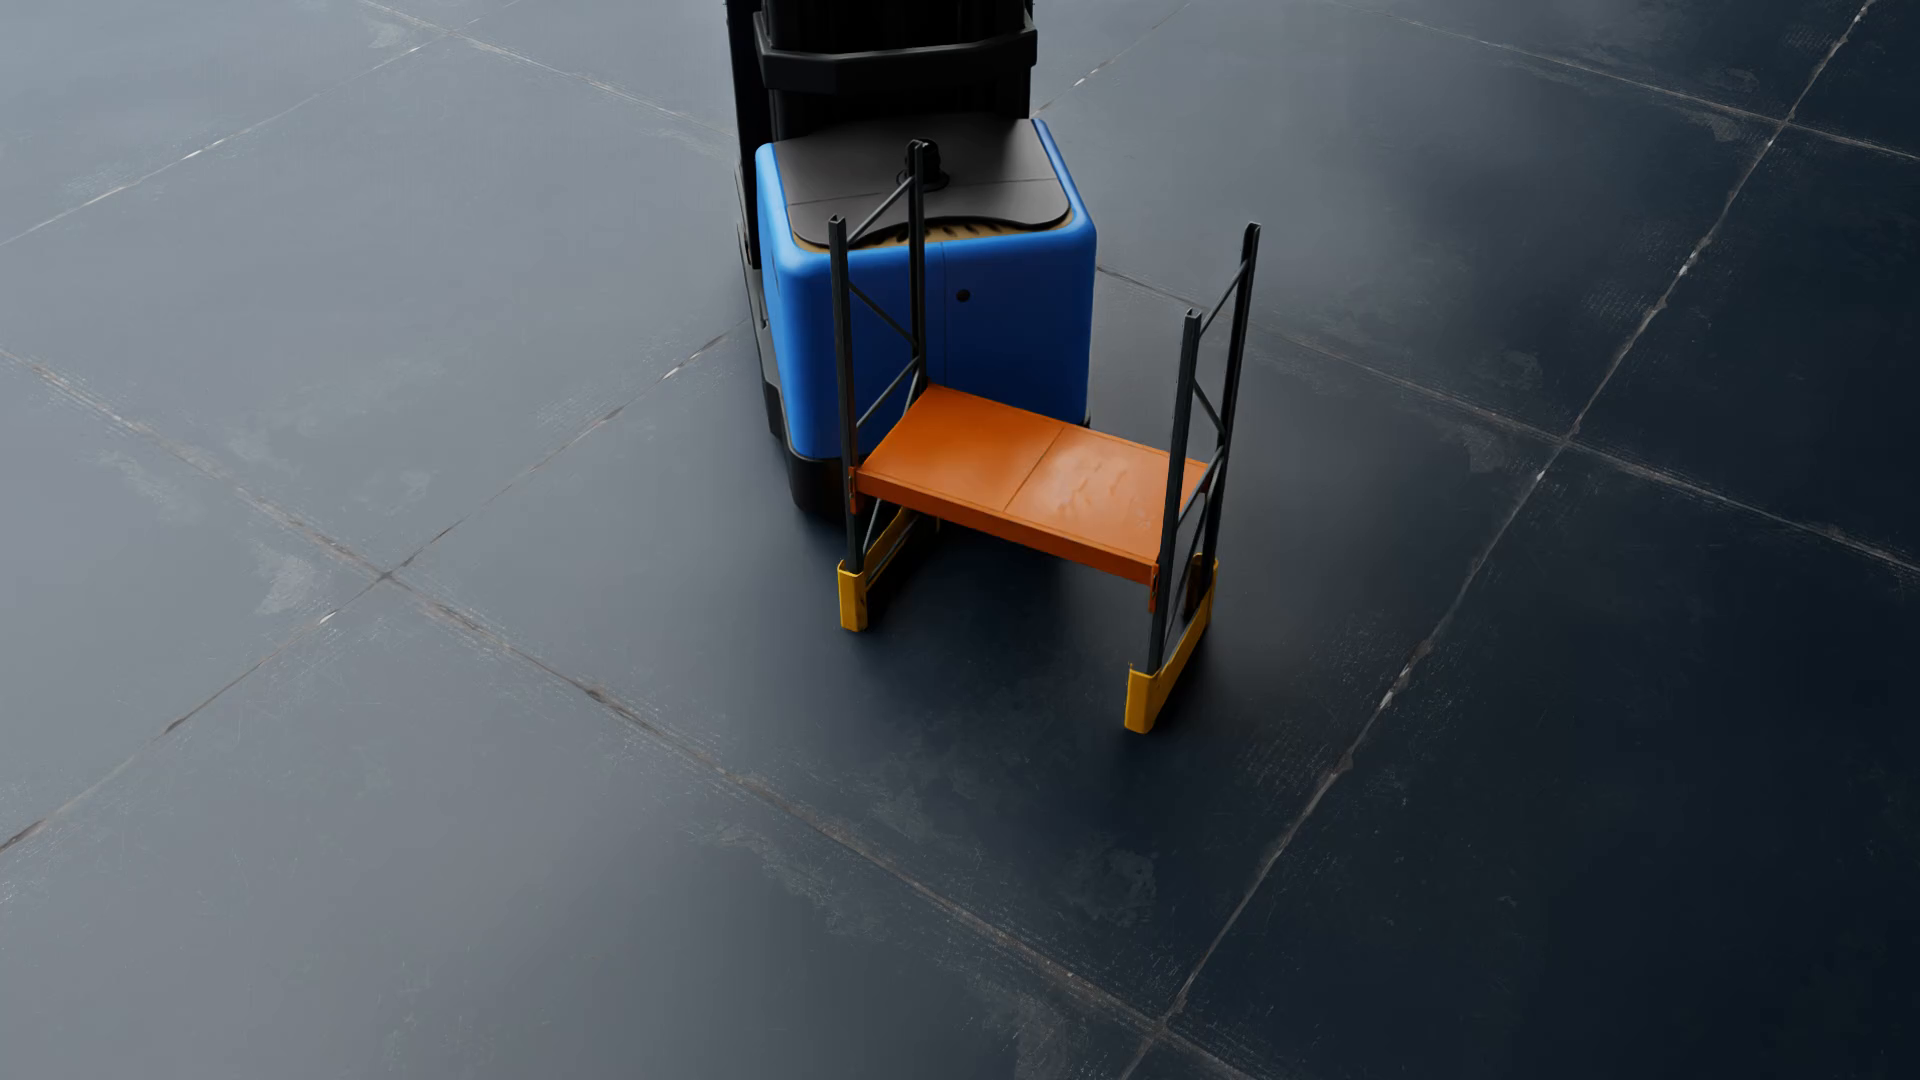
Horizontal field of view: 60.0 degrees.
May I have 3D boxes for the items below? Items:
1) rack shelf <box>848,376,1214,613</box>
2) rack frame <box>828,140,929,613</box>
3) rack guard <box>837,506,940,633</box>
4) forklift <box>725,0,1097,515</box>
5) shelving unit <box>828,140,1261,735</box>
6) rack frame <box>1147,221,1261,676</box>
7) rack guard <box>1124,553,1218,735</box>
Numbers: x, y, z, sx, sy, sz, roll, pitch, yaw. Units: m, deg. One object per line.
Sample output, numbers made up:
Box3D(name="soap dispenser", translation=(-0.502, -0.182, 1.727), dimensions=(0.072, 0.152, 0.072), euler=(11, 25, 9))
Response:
Box3D(name="rack shelf", translation=(0.225, -0.157, 5.071), dimensions=(1.000, 0.185, 0.538), euler=(18, 45, 19))
Box3D(name="rack frame", translation=(-0.231, -0.441, 5.118), dimensions=(0.032, 1.500, 0.500), euler=(18, 45, 19))
Box3D(name="rack guard", translation=(-0.230, 0.025, 5.535), dimensions=(0.087, 0.250, 0.587), euler=(18, 45, 19))
Box3D(name="forklift", translation=(-0.329, -2.168, 5.975), dimensions=(1.130, 2.935, 3.031), euler=(-7, 42, -8))
Box3D(name="shelving unit", translation=(0.217, -0.294, 4.954), dimensions=(1.083, 1.500, 0.587), euler=(18, 45, 19))
Box3D(name="rack frame", translation=(0.681, -0.142, 4.783), dimensions=(0.032, 1.500, 0.500), euler=(18, 45, 19))
Box3D(name="rack guard", translation=(0.664, 0.318, 5.207), dimensions=(0.087, 0.250, 0.587), euler=(18, 45, 19))
